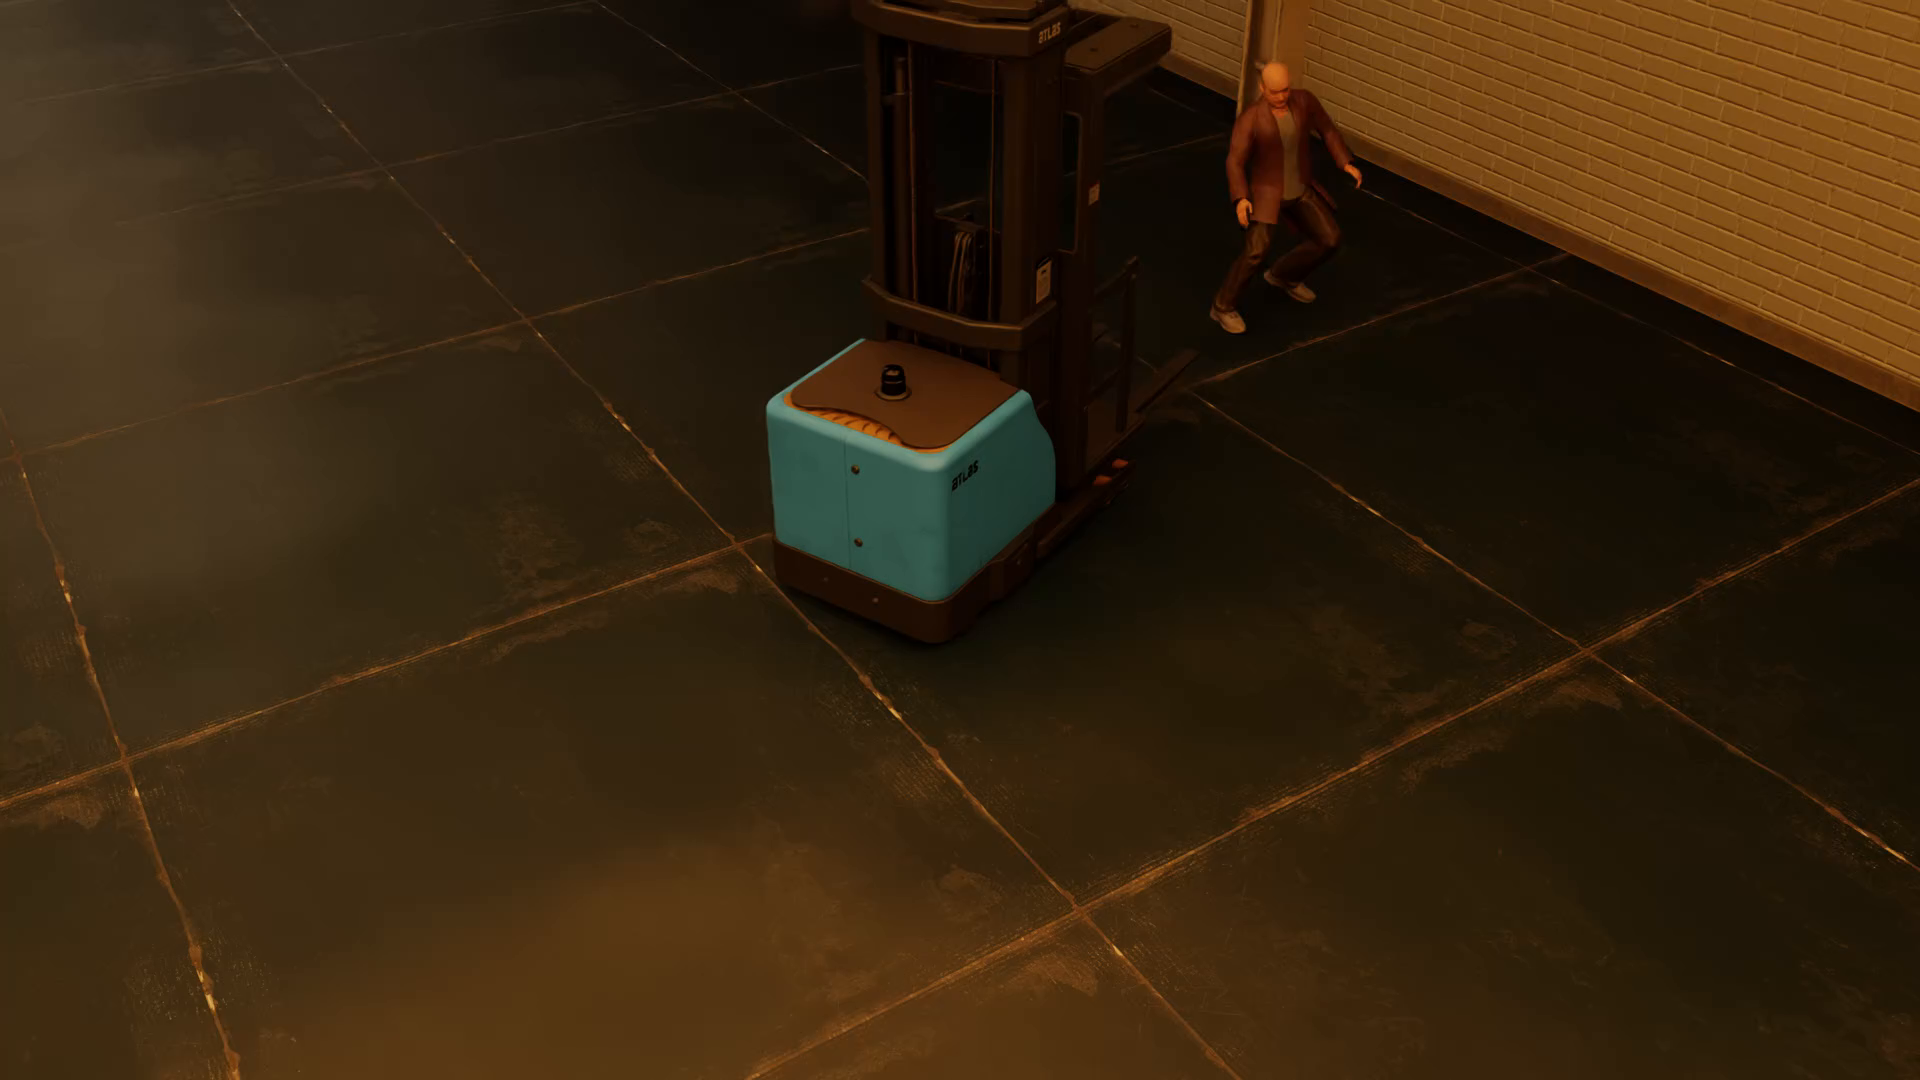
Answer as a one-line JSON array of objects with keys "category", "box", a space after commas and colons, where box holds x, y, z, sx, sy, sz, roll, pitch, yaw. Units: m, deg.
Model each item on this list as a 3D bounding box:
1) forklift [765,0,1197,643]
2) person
[{"category": "forklift", "box": [0.304, -1.519, 8.310, 1.130, 2.935, 3.031, 21, 40, 27]}, {"category": "person", "box": [2.023, -2.140, 10.340, 0.910, 1.610, 0.646, -11, 36, -15]}]
